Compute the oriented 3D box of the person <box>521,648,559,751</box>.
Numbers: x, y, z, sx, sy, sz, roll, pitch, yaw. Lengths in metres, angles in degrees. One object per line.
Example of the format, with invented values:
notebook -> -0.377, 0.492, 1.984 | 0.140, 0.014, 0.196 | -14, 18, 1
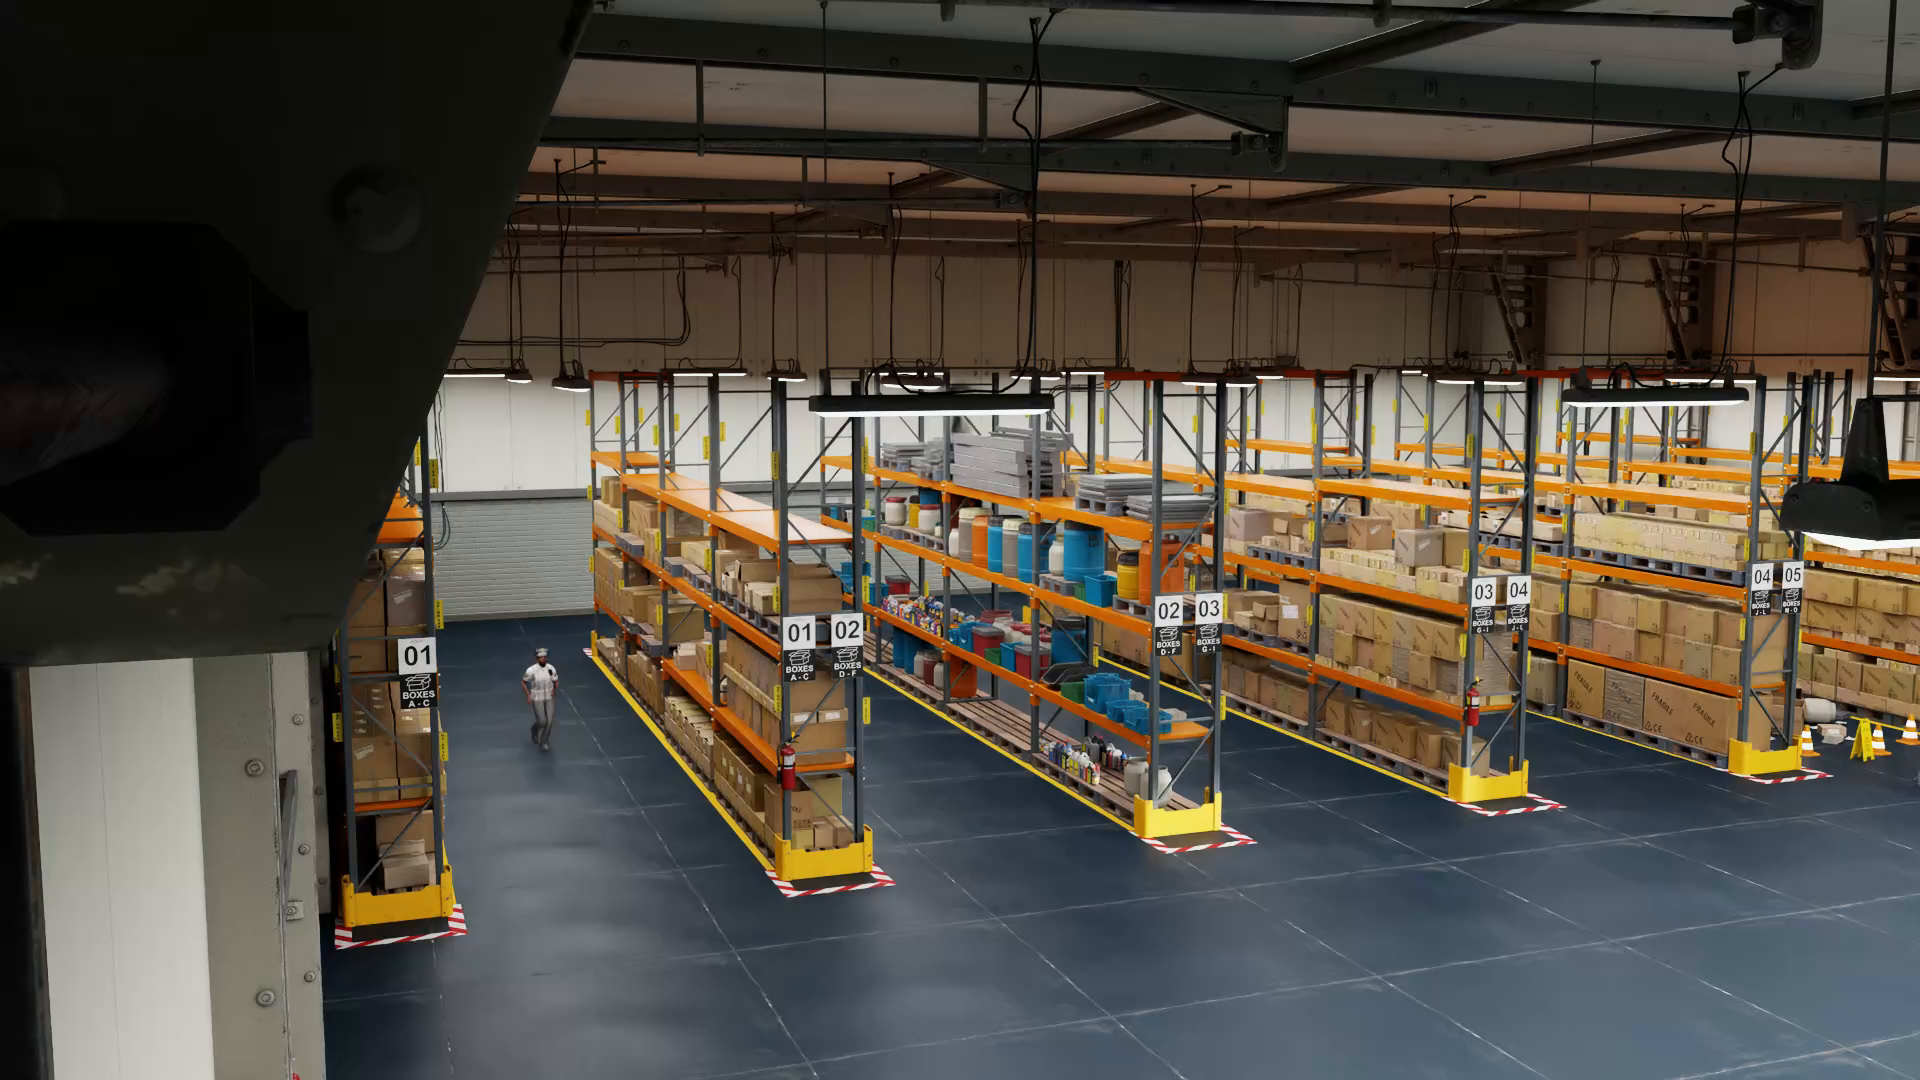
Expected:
person -> -6.668, 2.535, 26.584 | 0.570, 1.631, 0.553 | -4, 7, -31
